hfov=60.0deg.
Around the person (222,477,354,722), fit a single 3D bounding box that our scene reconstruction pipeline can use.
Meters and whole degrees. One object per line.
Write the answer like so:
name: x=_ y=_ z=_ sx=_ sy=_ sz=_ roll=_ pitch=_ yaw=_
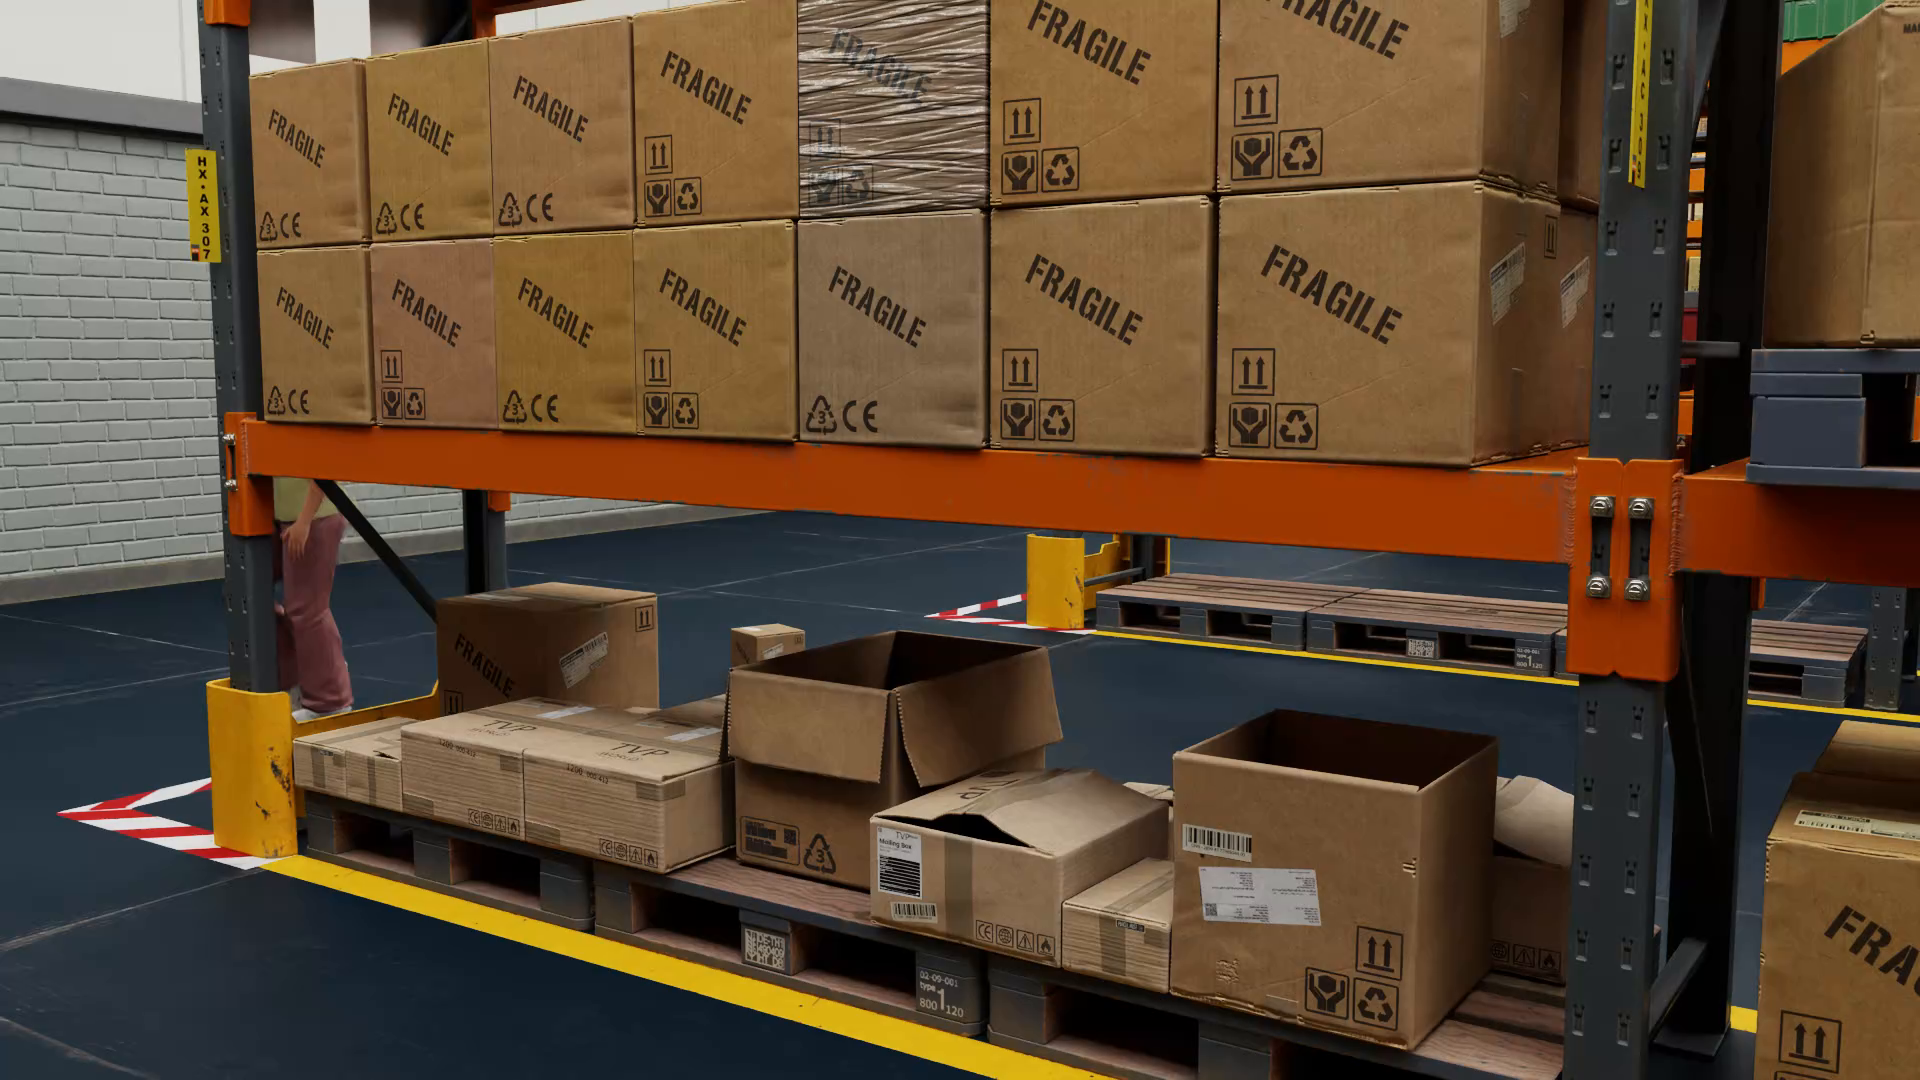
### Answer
person: x=-2.587 y=-0.064 z=6.454 sx=0.472 sy=1.680 sz=0.511 roll=-5 pitch=8 yaw=-37
